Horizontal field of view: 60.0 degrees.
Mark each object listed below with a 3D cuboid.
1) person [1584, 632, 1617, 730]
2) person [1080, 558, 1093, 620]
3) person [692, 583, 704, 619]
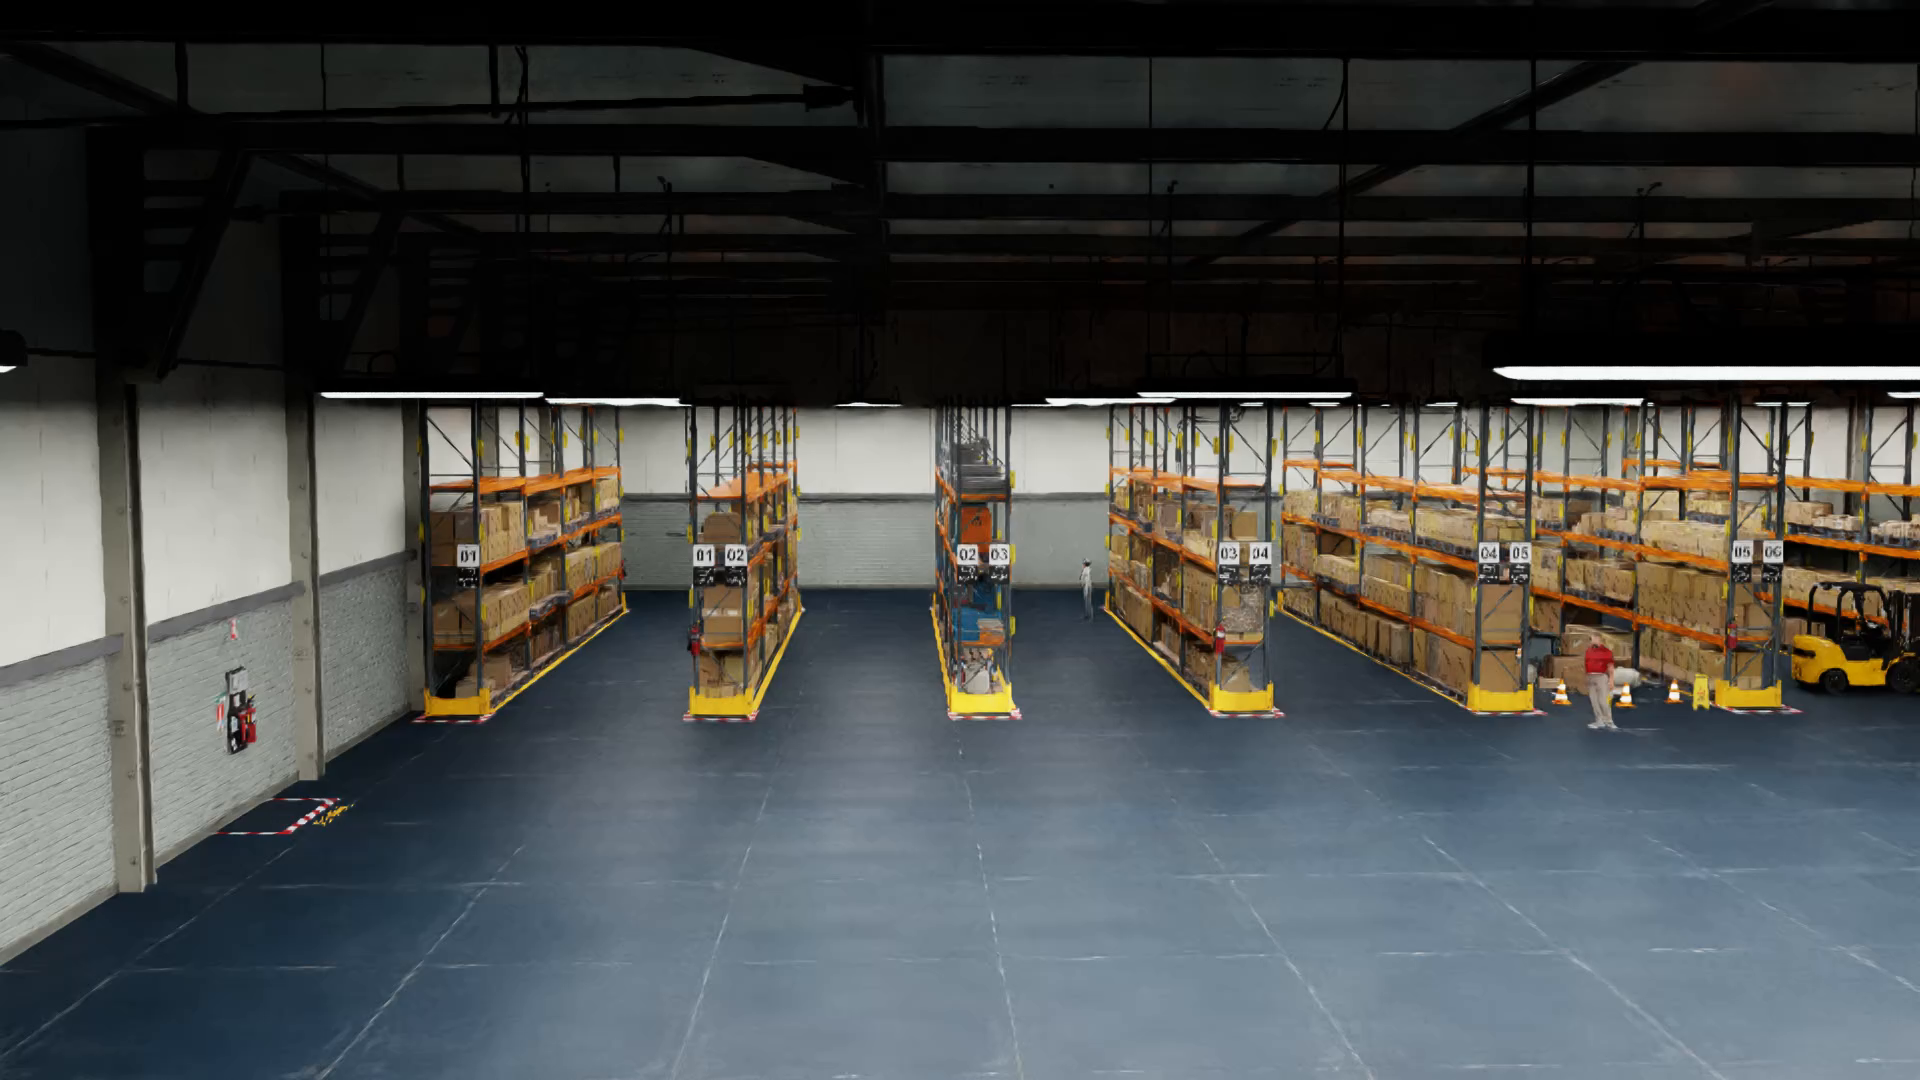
[{"bbox_3d":[11.461,2.510,29.772,0.438,1.720,0.651,-3,5,-30],"label":"person"},{"bbox_3d":[3.443,1.328,45.147,0.372,1.668,0.582,0,5,5],"label":"person"},{"bbox_3d":[-6.835,1.494,44.101,0.566,1.534,0.519,0,5,-5],"label":"person"}]
